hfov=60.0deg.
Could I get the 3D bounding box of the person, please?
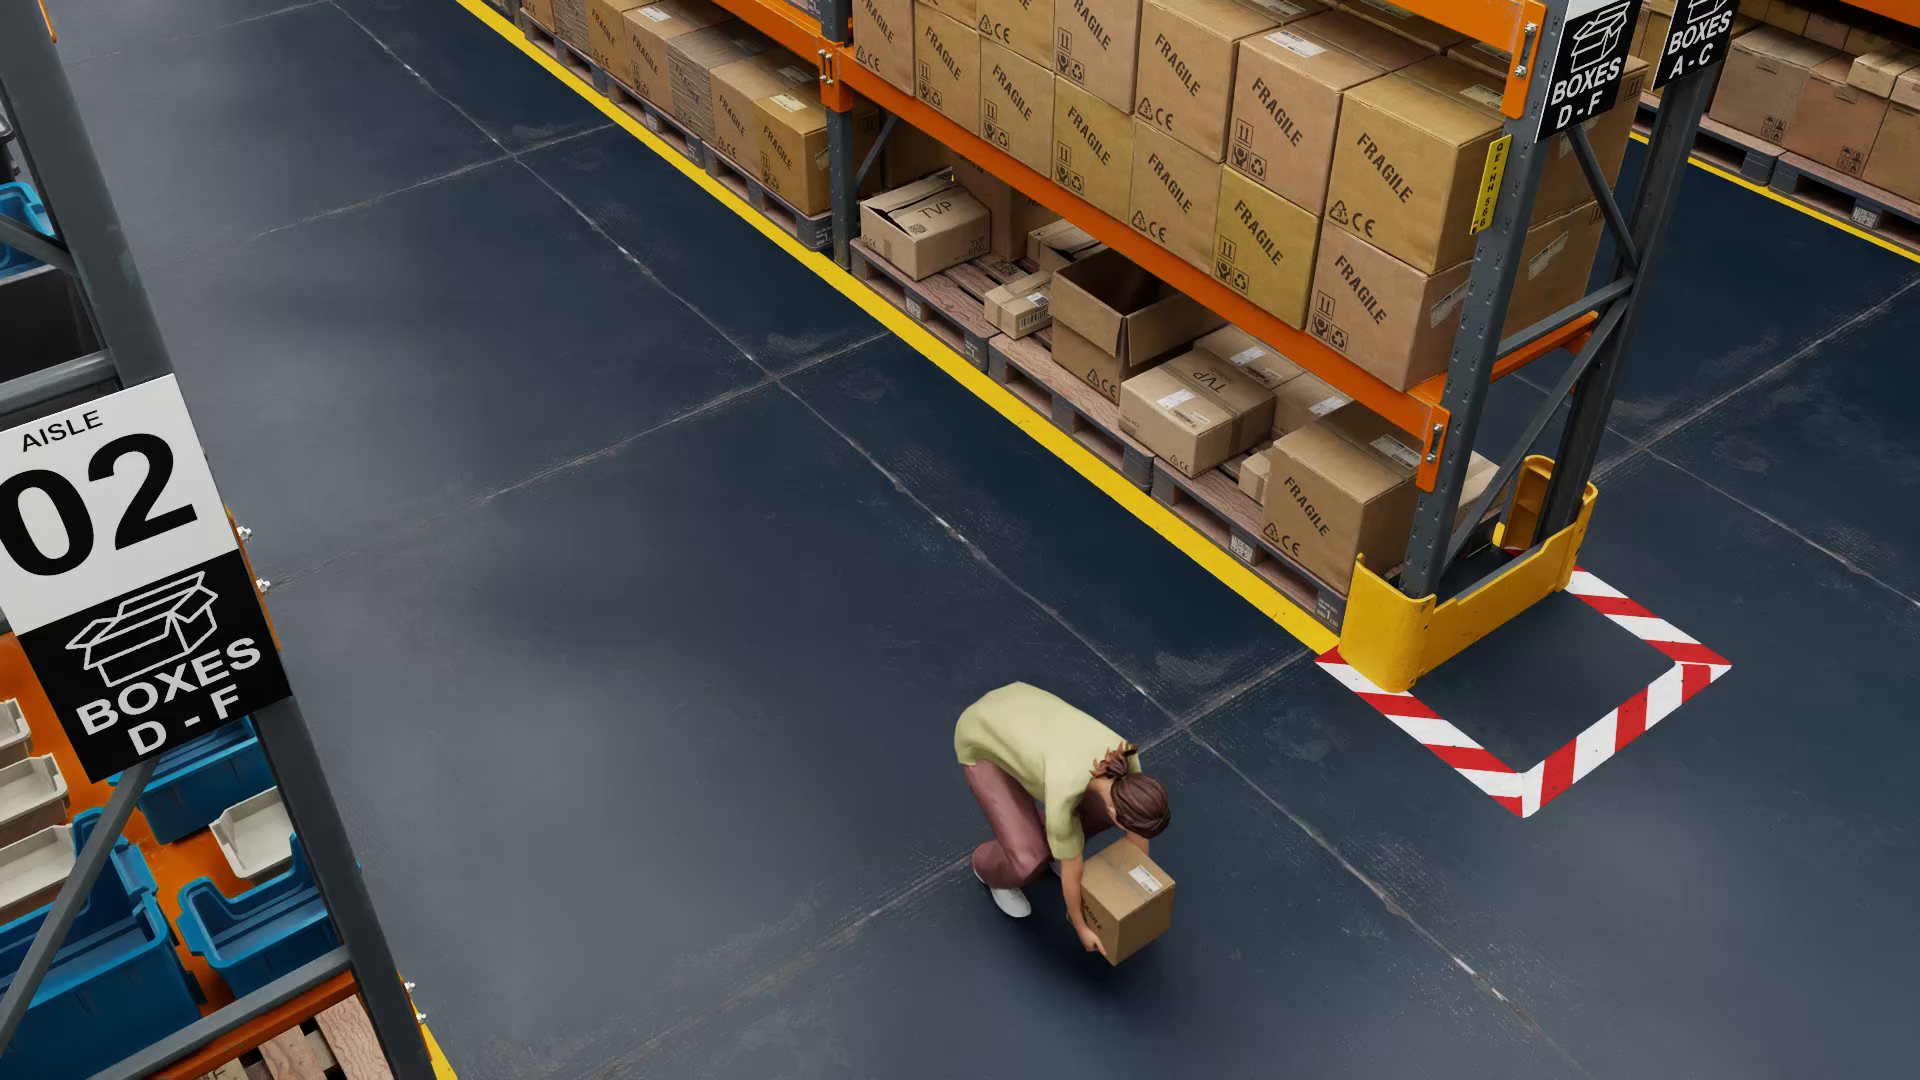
[{"bbox_3d":[0.346,0.945,5.632,0.477,0.920,0.862,-29,48,-29],"label":"person"}]
